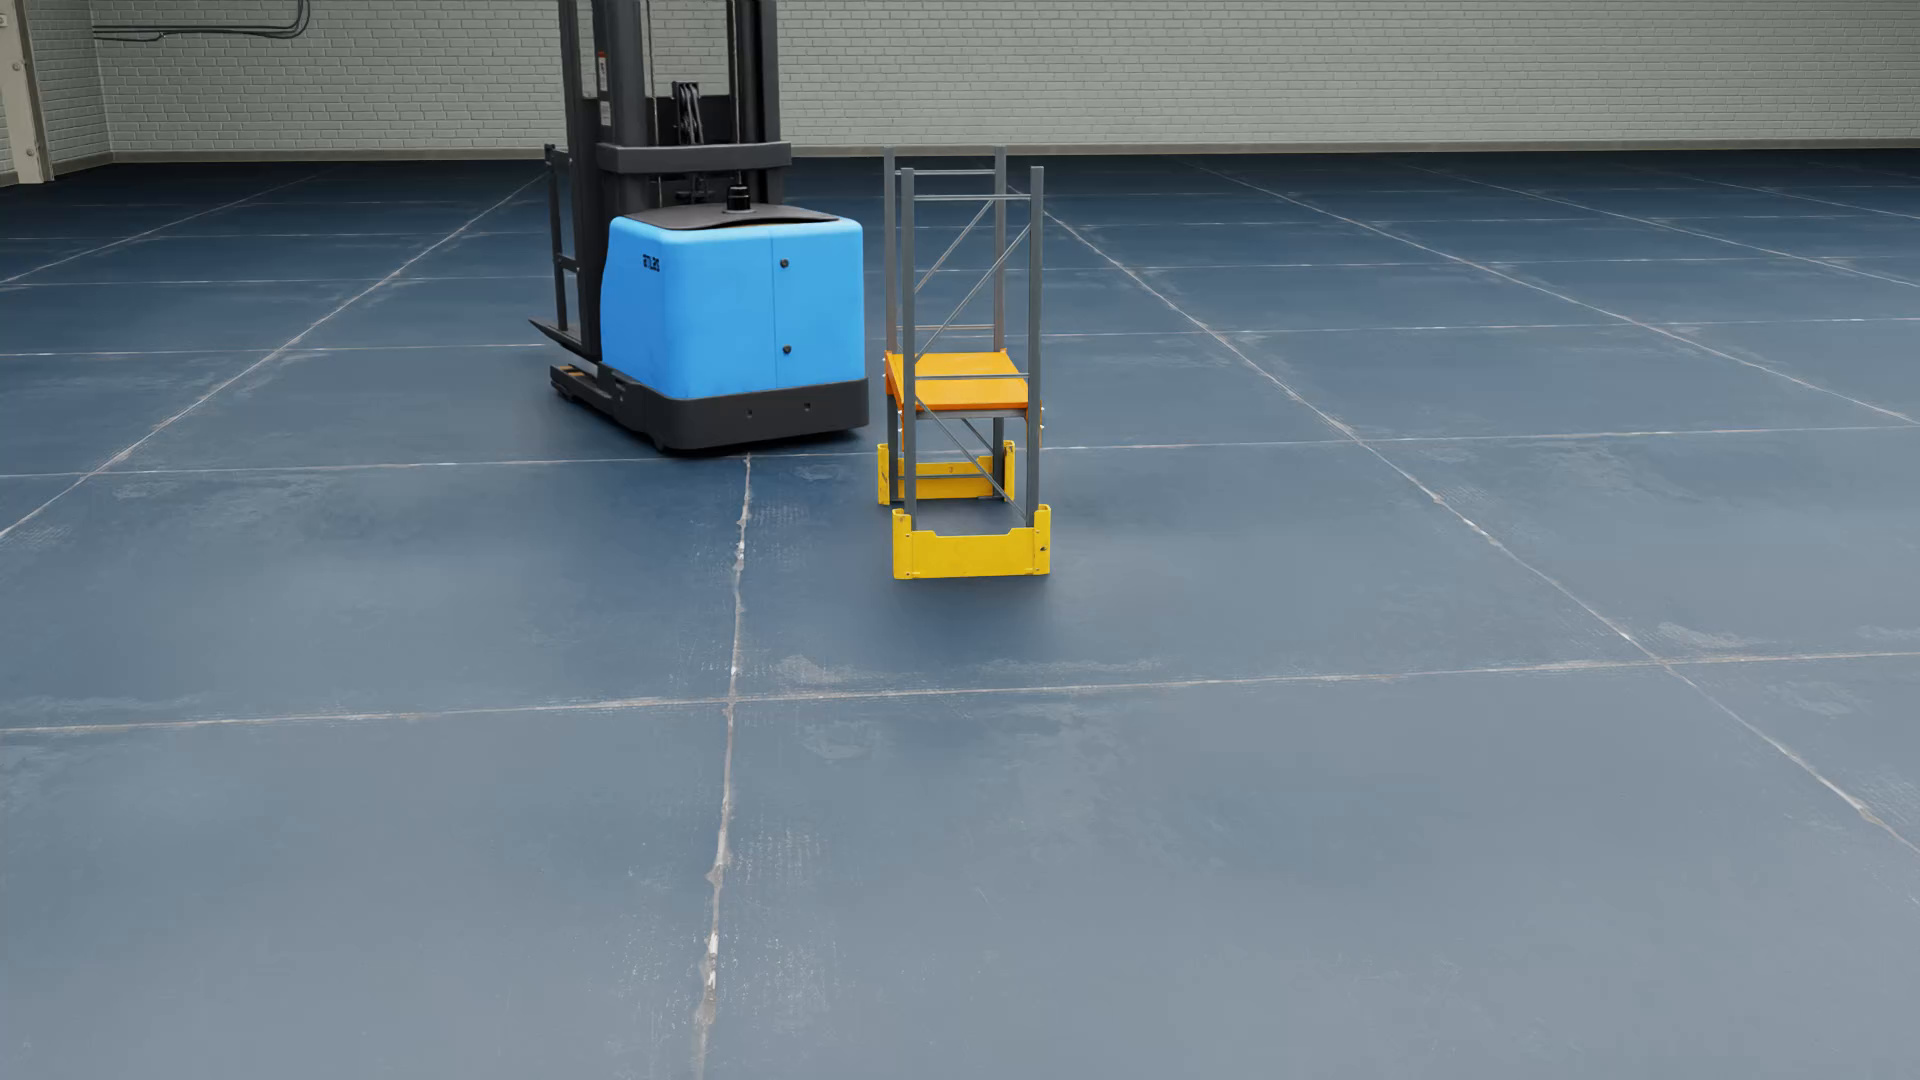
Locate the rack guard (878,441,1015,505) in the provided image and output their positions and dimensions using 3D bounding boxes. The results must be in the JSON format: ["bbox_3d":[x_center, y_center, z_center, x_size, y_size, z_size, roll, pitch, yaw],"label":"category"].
[{"bbox_3d":[-0.059,-0.290,7.185,0.587,0.250,0.087,-2,18,-6],"label":"rack guard"}]

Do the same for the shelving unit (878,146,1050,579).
[{"bbox_3d":[-0.008,-0.738,6.525,0.587,1.500,1.083,-2,18,-6],"label":"shelving unit"}]

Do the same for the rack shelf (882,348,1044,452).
[{"bbox_3d":[-0.009,-0.569,6.587,0.538,0.185,1.000,-2,18,-6],"label":"rack shelf"}]

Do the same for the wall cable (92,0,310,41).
[{"bbox_3d":[-10.812,-8.312,23.313,3.097,2.526,0.112,-2,18,-6],"label":"wall cable"}]

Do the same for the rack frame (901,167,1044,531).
[{"bbox_3d":[0.044,-0.590,6.051,0.500,1.500,0.032,-2,18,-6],"label":"rack frame"}]

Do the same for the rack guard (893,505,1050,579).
[{"bbox_3d":[0.043,0.006,6.239,0.587,0.250,0.087,-2,18,-6],"label":"rack guard"}]

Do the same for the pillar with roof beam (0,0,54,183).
[{"bbox_3d":[-7.541,-9.008,20.346,9.100,9.000,0.400,-2,18,-6],"label":"pillar with roof beam"}]

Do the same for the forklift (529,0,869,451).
[{"bbox_3d":[-1.621,-2.212,8.830,1.130,2.935,3.031,-10,20,-28],"label":"forklift"}]

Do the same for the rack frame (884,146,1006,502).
[{"bbox_3d":[-0.061,-0.892,7.016,0.500,1.500,0.032,-2,18,-6],"label":"rack frame"}]
